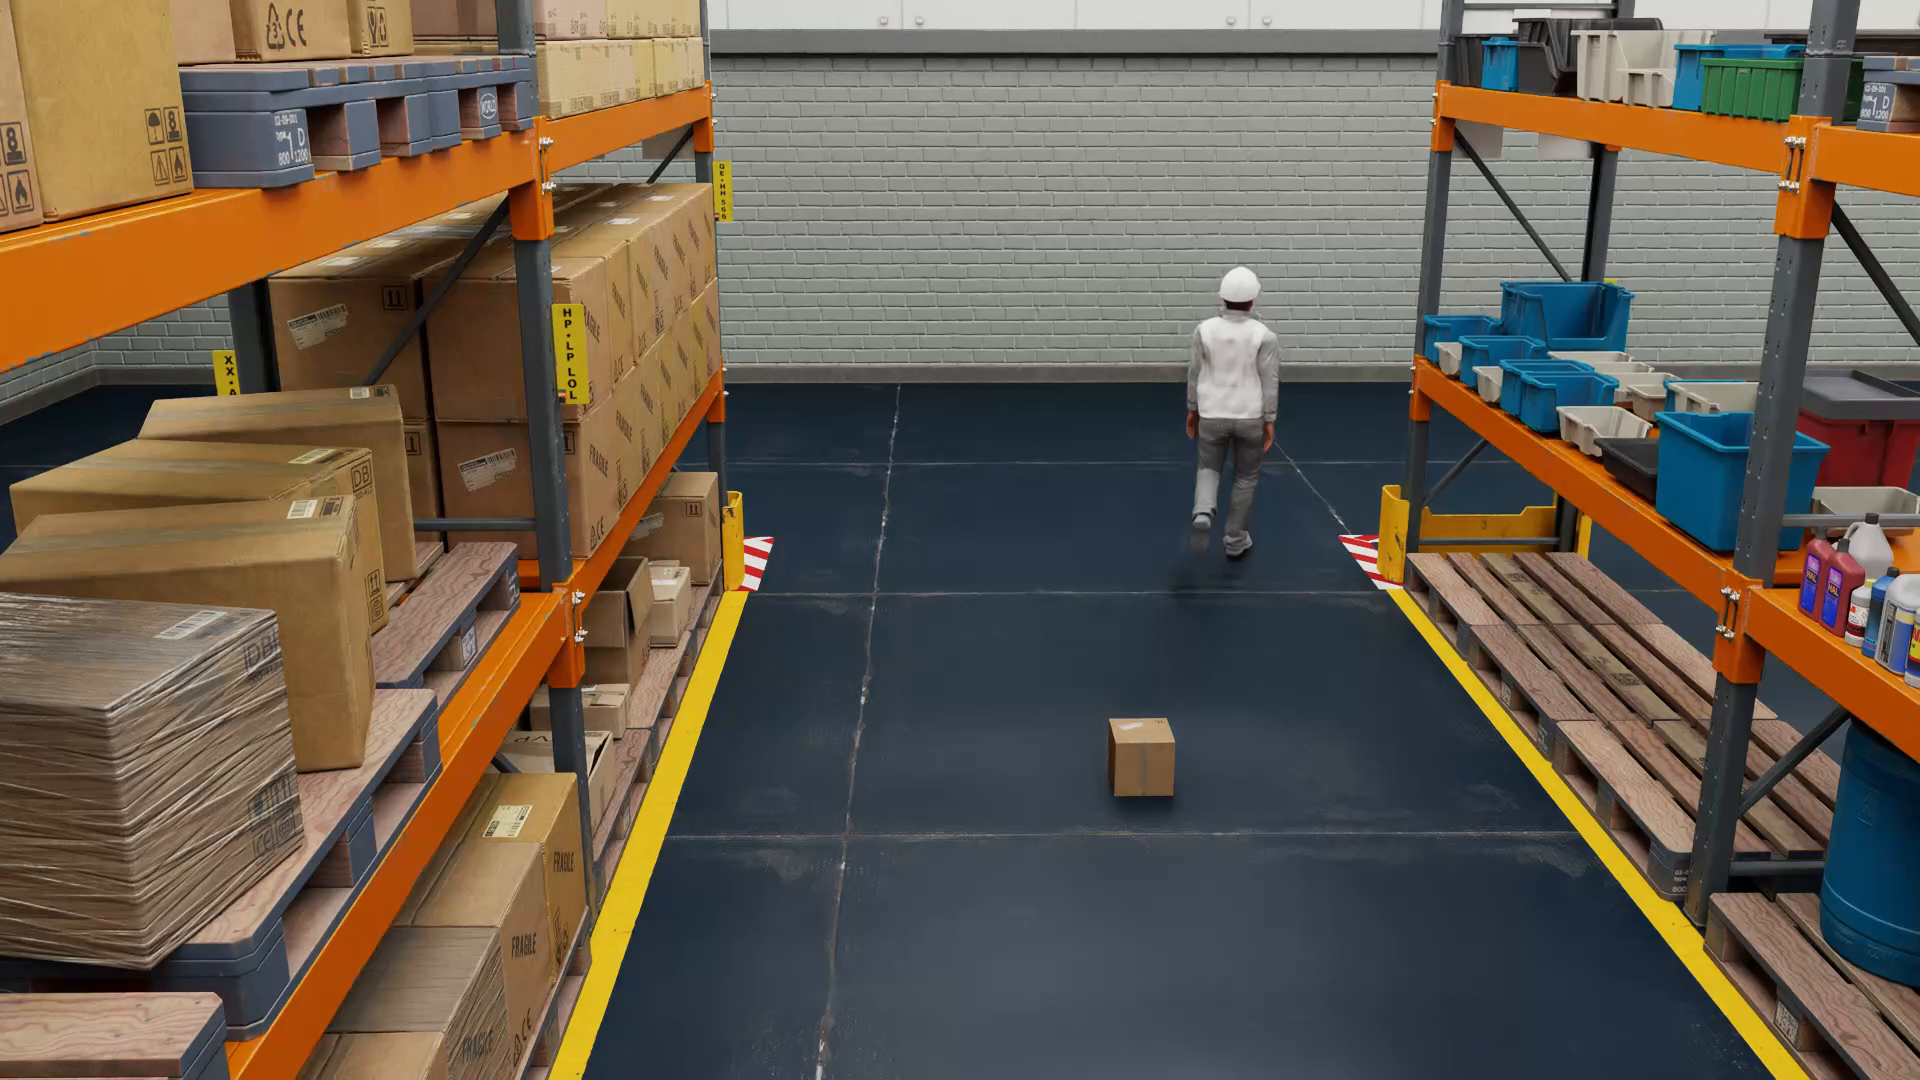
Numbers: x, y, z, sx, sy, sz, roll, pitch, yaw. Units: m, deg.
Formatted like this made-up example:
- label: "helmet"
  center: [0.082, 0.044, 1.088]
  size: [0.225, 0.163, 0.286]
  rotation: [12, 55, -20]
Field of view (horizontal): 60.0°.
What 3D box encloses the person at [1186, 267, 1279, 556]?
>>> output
- label: "person"
  center: [1.604, -0.739, 9.840]
  size: [0.551, 1.755, 0.627]
  rotation: [6, 18, 19]
